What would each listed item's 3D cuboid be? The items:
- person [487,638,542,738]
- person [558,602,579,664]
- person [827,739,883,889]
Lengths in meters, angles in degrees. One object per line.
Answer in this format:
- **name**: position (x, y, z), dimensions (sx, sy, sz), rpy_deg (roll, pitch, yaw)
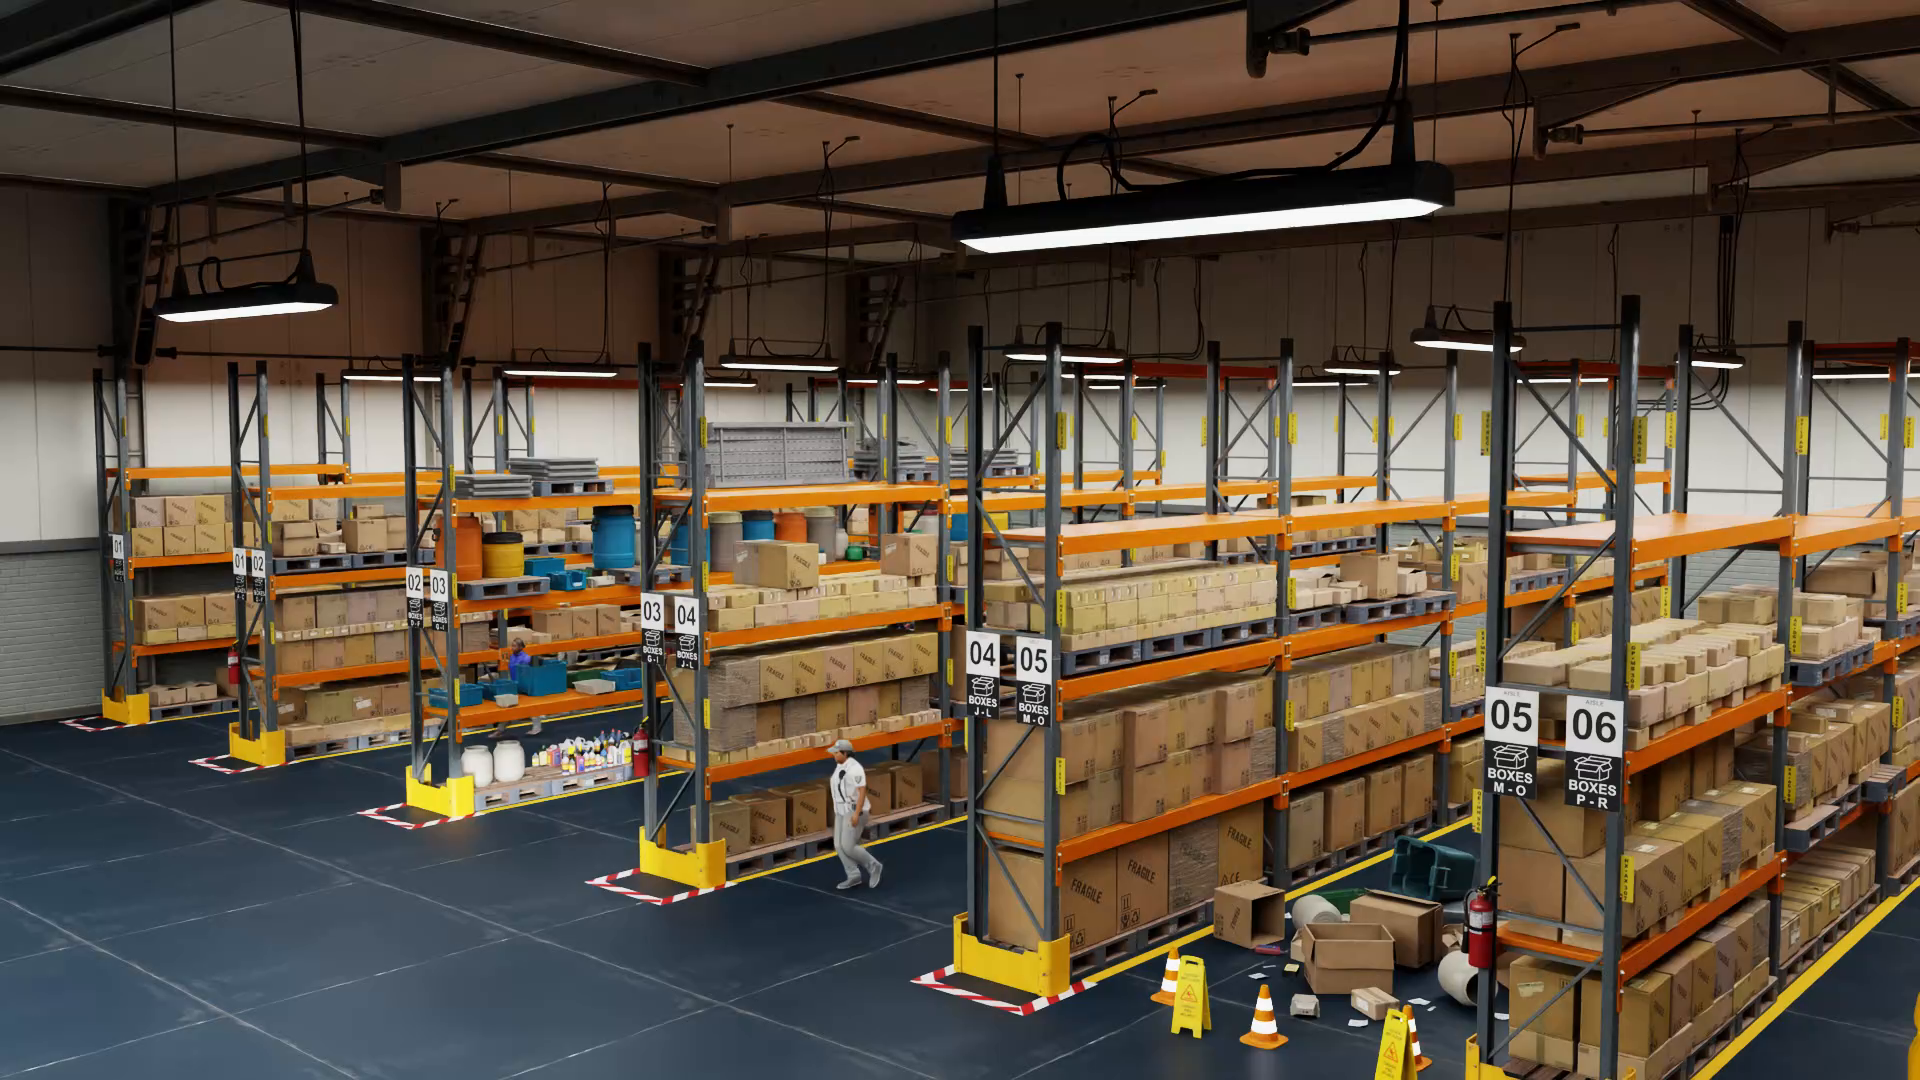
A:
- **person**: position (-7.133, 2.372, 26.739), dimensions (0.471, 1.605, 0.977), rpy_deg (2, 5, 25)
- **person**: position (-7.418, 1.962, 31.795), dimensions (0.648, 1.762, 0.671), rpy_deg (3, 5, 39)
- **person**: position (-1.177, 3.005, 18.314), dimensions (0.535, 1.647, 0.553), rpy_deg (-2, 5, -28)
